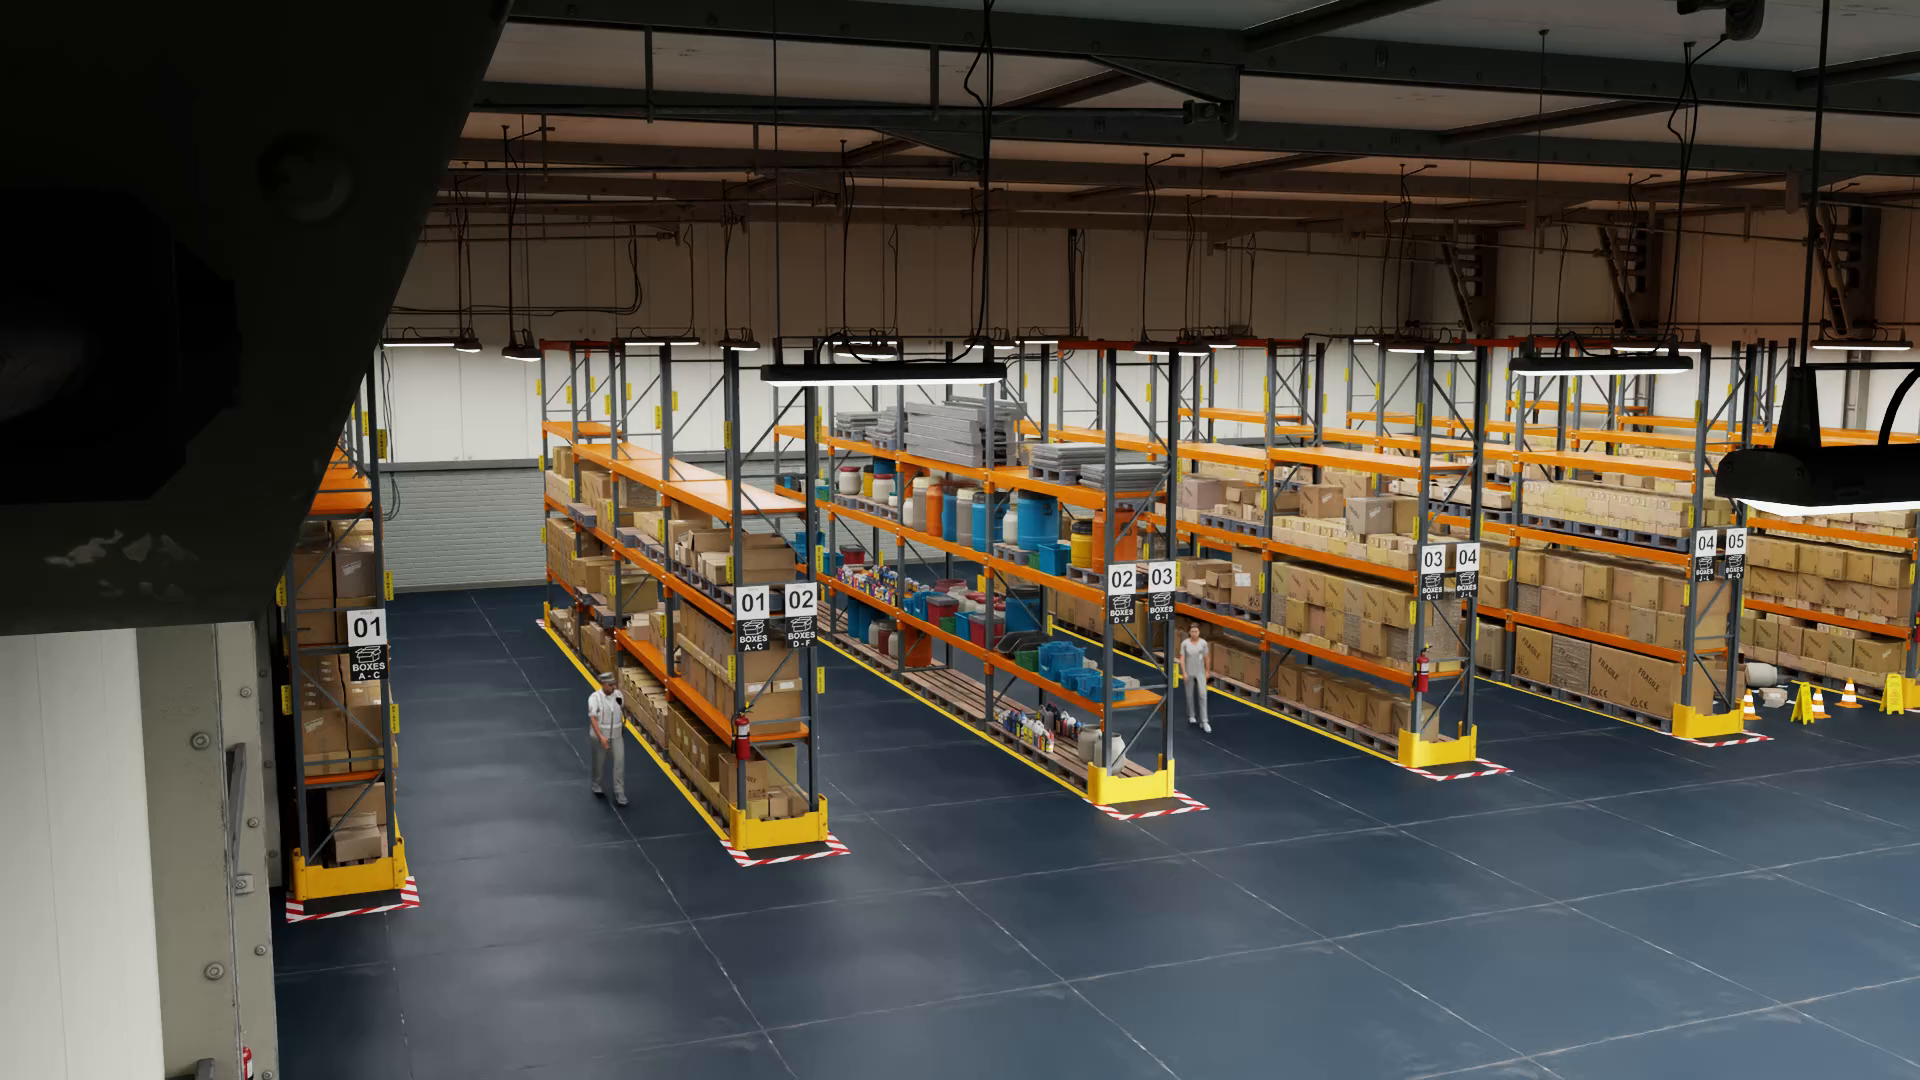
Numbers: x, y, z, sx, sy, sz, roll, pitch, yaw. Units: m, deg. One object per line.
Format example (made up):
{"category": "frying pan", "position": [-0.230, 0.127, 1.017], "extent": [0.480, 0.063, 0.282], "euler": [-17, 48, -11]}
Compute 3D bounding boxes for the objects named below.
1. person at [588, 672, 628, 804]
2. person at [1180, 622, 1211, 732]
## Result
{"category": "person", "position": [-4.676, 2.601, 22.162], "extent": [0.528, 1.699, 0.978], "euler": [-5, 9, -32]}
{"category": "person", "position": [3.694, 2.112, 26.069], "extent": [0.505, 1.638, 0.871], "euler": [1, 7, 7]}
